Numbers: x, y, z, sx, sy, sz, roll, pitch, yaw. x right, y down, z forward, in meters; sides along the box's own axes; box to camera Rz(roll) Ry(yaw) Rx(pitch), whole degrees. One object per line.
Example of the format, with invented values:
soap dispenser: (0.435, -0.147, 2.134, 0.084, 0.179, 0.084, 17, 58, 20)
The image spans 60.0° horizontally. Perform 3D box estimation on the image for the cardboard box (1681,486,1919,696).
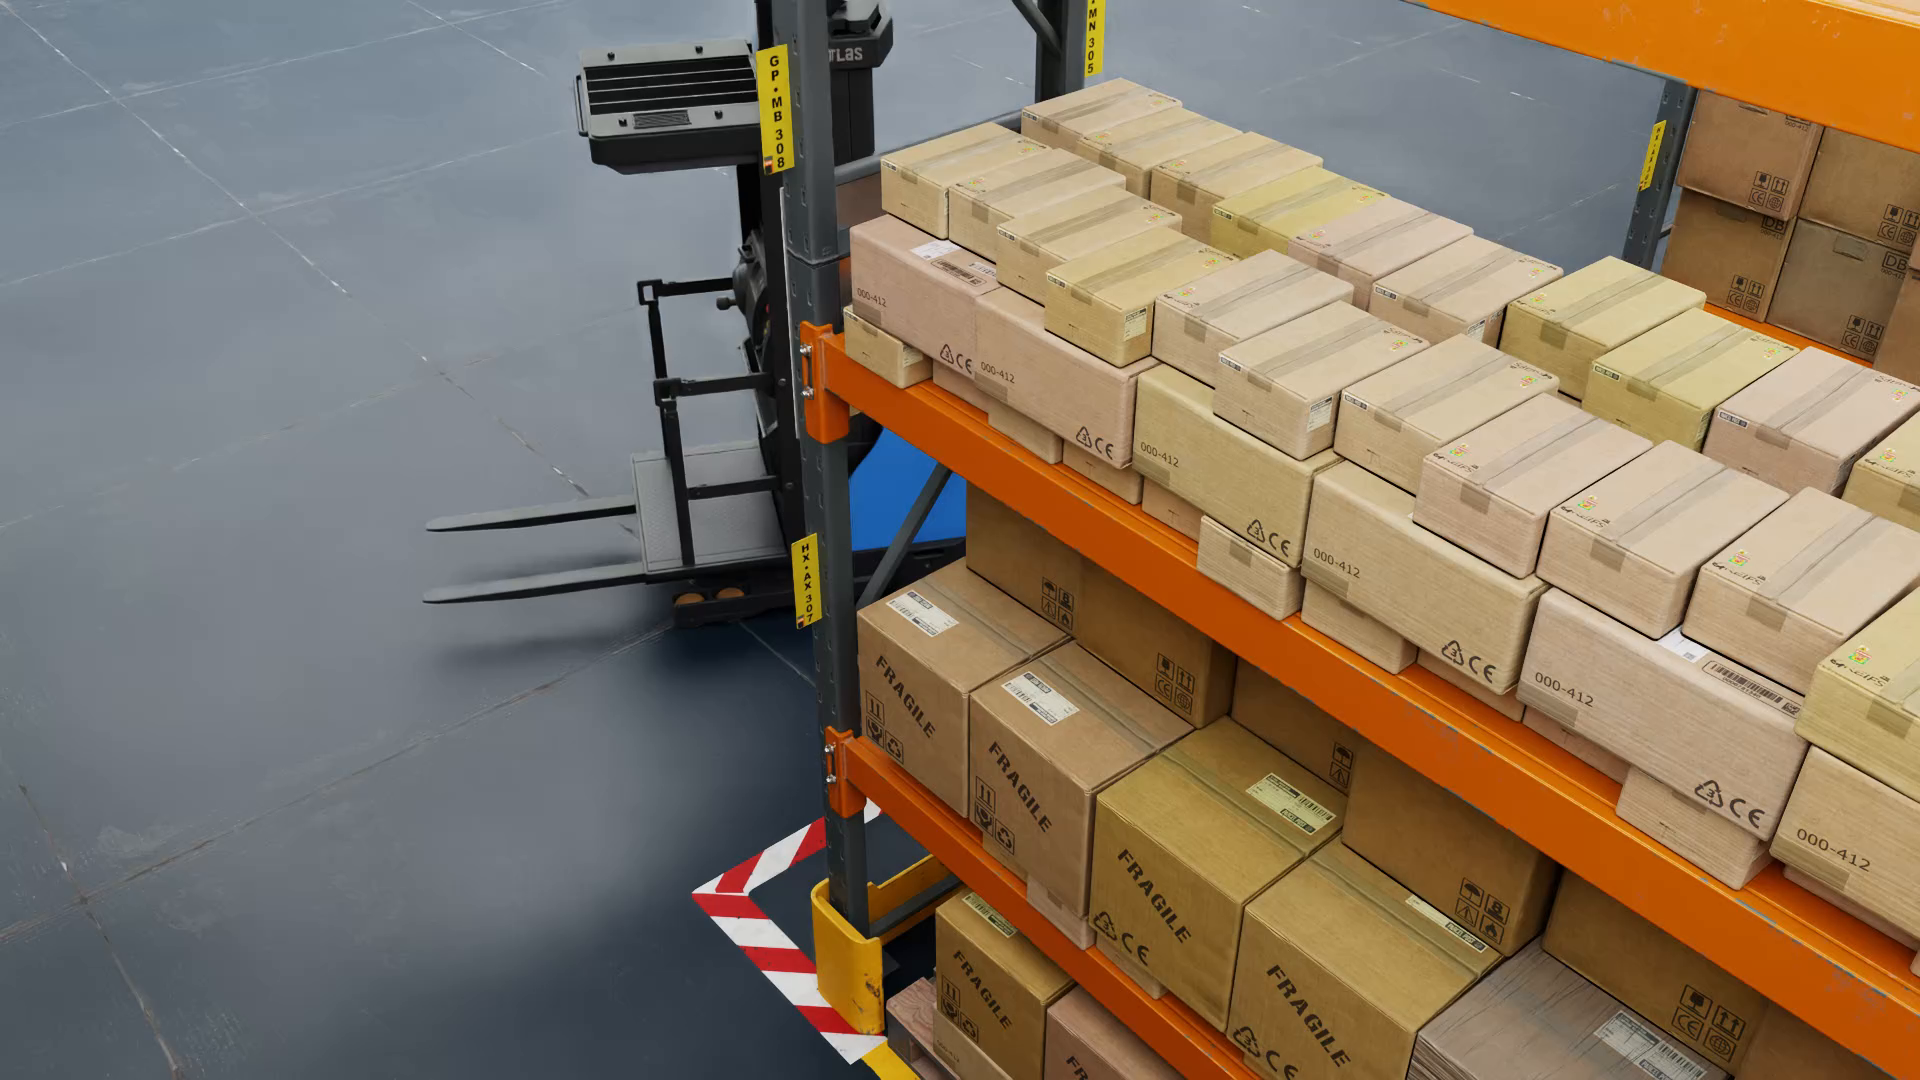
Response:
cardboard box: (1.471, 0.085, 2.868, 0.380, 0.149, 0.250, -27, 43, -33)

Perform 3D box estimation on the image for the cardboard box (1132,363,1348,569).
cardboard box: (0.736, -0.239, 3.671, 0.500, 0.250, 0.500, -25, 42, -31)

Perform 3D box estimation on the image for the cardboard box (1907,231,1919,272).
cardboard box: (4.554, -1.429, 7.010, 0.875, 0.550, 0.550, -26, 43, -32)

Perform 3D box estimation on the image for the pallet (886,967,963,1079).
pallet: (0.491, 1.822, 5.896, 1.003, 0.211, 1.213, -26, 43, -32)

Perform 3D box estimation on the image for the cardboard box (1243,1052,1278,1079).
cardboard box: (0.974, 1.315, 4.417, 0.380, 0.149, 0.250, -27, 44, -33)

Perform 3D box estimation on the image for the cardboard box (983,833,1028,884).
cardboard box: (0.289, 0.862, 5.056, 0.380, 0.149, 0.250, -28, 44, -33)

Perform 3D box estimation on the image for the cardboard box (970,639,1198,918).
cardboard box: (0.376, 0.657, 4.785, 0.500, 0.500, 0.500, -25, 42, -30)

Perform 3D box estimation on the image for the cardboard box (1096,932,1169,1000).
cardboard box: (0.610, 1.093, 4.730, 0.380, 0.149, 0.250, -25, 42, -31)

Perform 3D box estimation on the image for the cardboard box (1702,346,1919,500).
cardboard box: (1.690, -0.218, 3.295, 0.380, 0.149, 0.250, -27, 43, -32)

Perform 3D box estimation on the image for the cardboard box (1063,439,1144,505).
cardboard box: (0.472, -0.263, 4.049, 0.380, 0.149, 0.250, -26, 43, -32)

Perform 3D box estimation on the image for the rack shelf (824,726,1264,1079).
rack shelf: (1.236, 1.455, 4.623, 1.077, 0.370, 4.000, -26, 43, -32)

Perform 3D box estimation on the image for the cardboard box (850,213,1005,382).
cardboard box: (0.066, -0.684, 4.299, 0.500, 0.250, 0.500, -27, 43, -33)

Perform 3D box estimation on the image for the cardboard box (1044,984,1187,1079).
cardboard box: (0.611, 1.622, 5.132, 0.500, 0.500, 0.500, -28, 44, -33)

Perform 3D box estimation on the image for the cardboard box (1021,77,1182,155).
cardboard box: (0.389, -1.129, 4.582, 0.380, 0.149, 0.250, -26, 43, -31)

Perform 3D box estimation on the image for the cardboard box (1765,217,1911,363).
cardboard box: (4.307, -1.292, 7.750, 0.875, 0.550, 0.550, -26, 43, -32)

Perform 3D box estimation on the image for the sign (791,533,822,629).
sign: (-0.469, 0.128, 5.126, 0.100, 0.325, 0.005, -26, 43, -32)

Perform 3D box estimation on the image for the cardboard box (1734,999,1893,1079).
cardboard box: (2.095, 0.966, 3.483, 0.700, 0.500, 0.500, -26, 43, -32)

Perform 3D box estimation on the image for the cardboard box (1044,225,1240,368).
cardboard box: (0.413, -0.558, 3.776, 0.380, 0.149, 0.250, -26, 43, -32)

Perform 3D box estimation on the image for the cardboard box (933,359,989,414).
cardboard box: (0.149, -0.493, 4.374, 0.380, 0.149, 0.250, -28, 44, -33)

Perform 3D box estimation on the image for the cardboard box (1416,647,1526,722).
cardboard box: (1.165, 0.180, 3.424, 0.380, 0.149, 0.250, -26, 43, -32)

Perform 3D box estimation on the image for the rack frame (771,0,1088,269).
rack frame: (-0.055, -2.170, 3.928, 1.000, 3.000, 0.127, -26, 43, -32)

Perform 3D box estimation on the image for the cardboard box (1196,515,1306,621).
cardboard box: (0.748, -0.006, 3.687, 0.380, 0.149, 0.250, -25, 43, -31)

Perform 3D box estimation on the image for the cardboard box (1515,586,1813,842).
cardboard box: (1.391, 0.213, 3.033, 0.500, 0.250, 0.500, -27, 43, -32)

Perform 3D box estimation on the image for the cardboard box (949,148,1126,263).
cardboard box: (0.193, -0.830, 4.160, 0.380, 0.149, 0.250, -26, 43, -32)

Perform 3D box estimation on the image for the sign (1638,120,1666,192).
sign: (3.233, -1.793, 7.771, 0.100, 0.325, 0.005, -26, 43, -32)

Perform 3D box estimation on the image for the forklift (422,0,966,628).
forklift: (-1.139, -1.107, 7.679, 3.031, 2.935, 1.130, -8, 36, -11)

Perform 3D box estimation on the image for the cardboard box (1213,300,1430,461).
cardboard box: (0.752, -0.338, 3.466, 0.380, 0.149, 0.250, -25, 42, -31)

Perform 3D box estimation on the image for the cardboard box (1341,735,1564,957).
cardboard box: (1.386, 0.538, 4.088, 0.700, 0.500, 0.500, -26, 43, -32)

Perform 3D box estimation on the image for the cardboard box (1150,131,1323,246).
cardboard box: (0.705, -0.895, 4.252, 0.380, 0.149, 0.250, -27, 43, -32)

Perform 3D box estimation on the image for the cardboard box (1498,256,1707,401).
cardboard box: (1.404, -0.465, 3.644, 0.380, 0.149, 0.250, -25, 42, -31)

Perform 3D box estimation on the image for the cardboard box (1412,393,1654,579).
cardboard box: (1.082, -0.110, 3.143, 0.380, 0.149, 0.250, -25, 43, -31)

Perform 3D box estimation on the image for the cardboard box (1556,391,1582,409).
cardboard box: (1.471, -0.208, 3.627, 0.500, 0.250, 0.500, -26, 43, -31)

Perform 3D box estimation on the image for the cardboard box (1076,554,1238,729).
cardboard box: (0.762, 0.079, 4.736, 0.700, 0.500, 0.500, -26, 43, -31)

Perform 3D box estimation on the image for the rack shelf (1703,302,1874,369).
rack shelf: (4.952, -0.436, 7.293, 1.077, 0.370, 4.000, -26, 43, -32)

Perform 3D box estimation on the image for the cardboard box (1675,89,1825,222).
cardboard box: (3.871, -1.936, 7.725, 0.875, 0.550, 0.550, -26, 43, -32)

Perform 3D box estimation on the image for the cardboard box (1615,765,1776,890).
cardboard box: (1.437, 0.438, 3.060, 0.380, 0.149, 0.250, -25, 42, -31)

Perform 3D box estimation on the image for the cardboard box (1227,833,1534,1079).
cardboard box: (1.040, 1.103, 4.155, 0.500, 0.500, 0.500, -27, 43, -33)

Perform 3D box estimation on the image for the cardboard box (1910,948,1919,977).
cardboard box: (1.811, 0.649, 2.761, 0.380, 0.149, 0.250, -26, 43, -31)

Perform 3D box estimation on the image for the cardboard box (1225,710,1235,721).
cardboard box: (0.825, 0.476, 5.040, 0.500, 0.500, 0.500, -26, 43, -32)

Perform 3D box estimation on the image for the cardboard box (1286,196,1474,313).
cardboard box: (0.981, -0.653, 3.910, 0.380, 0.149, 0.250, -26, 43, -32)

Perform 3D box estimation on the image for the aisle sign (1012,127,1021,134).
aisle sign: (0.127, -0.918, 5.102, 0.394, 0.787, 0.004, -26, 43, -32)
